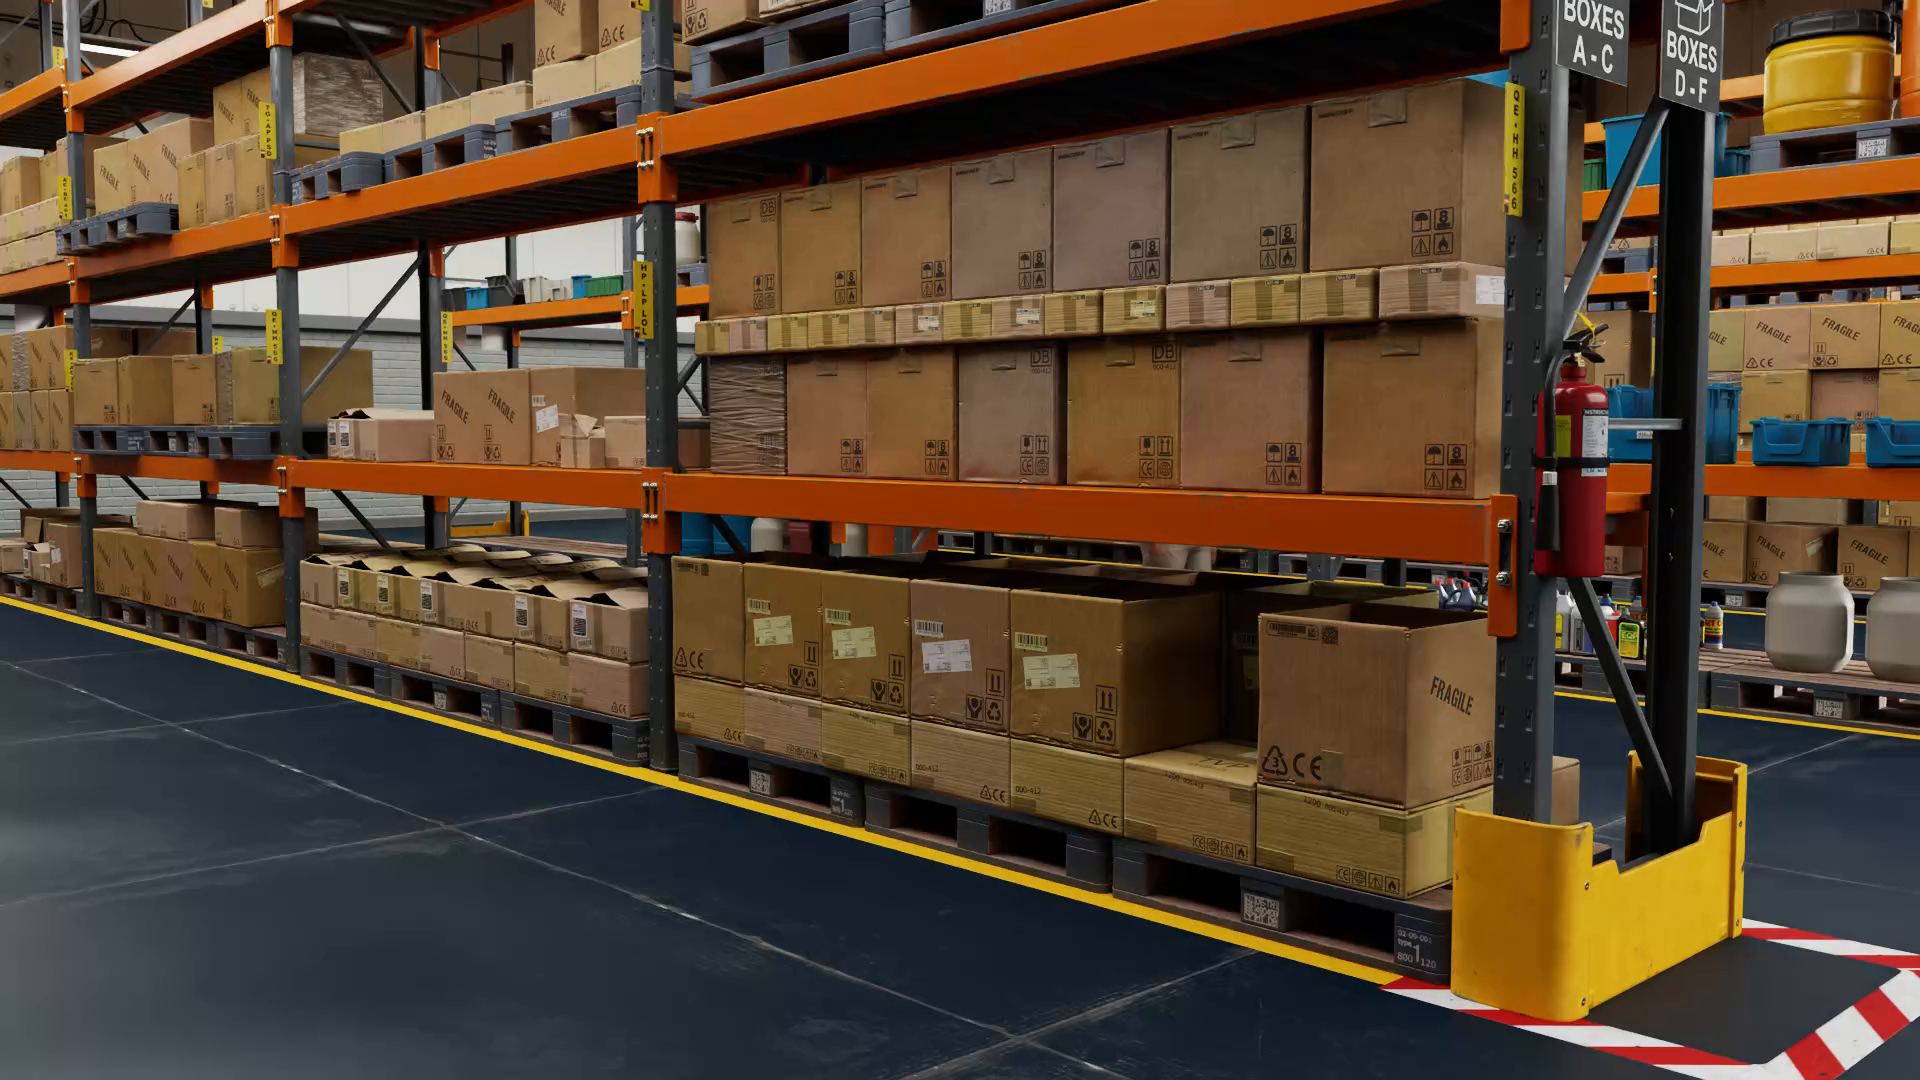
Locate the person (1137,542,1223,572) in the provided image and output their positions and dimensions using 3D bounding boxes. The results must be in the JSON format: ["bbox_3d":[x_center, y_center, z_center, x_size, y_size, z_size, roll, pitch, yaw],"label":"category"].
[{"bbox_3d":[1.242,0.013,9.448,0.540,1.711,0.371,-4,5,-43],"label":"person"}]
